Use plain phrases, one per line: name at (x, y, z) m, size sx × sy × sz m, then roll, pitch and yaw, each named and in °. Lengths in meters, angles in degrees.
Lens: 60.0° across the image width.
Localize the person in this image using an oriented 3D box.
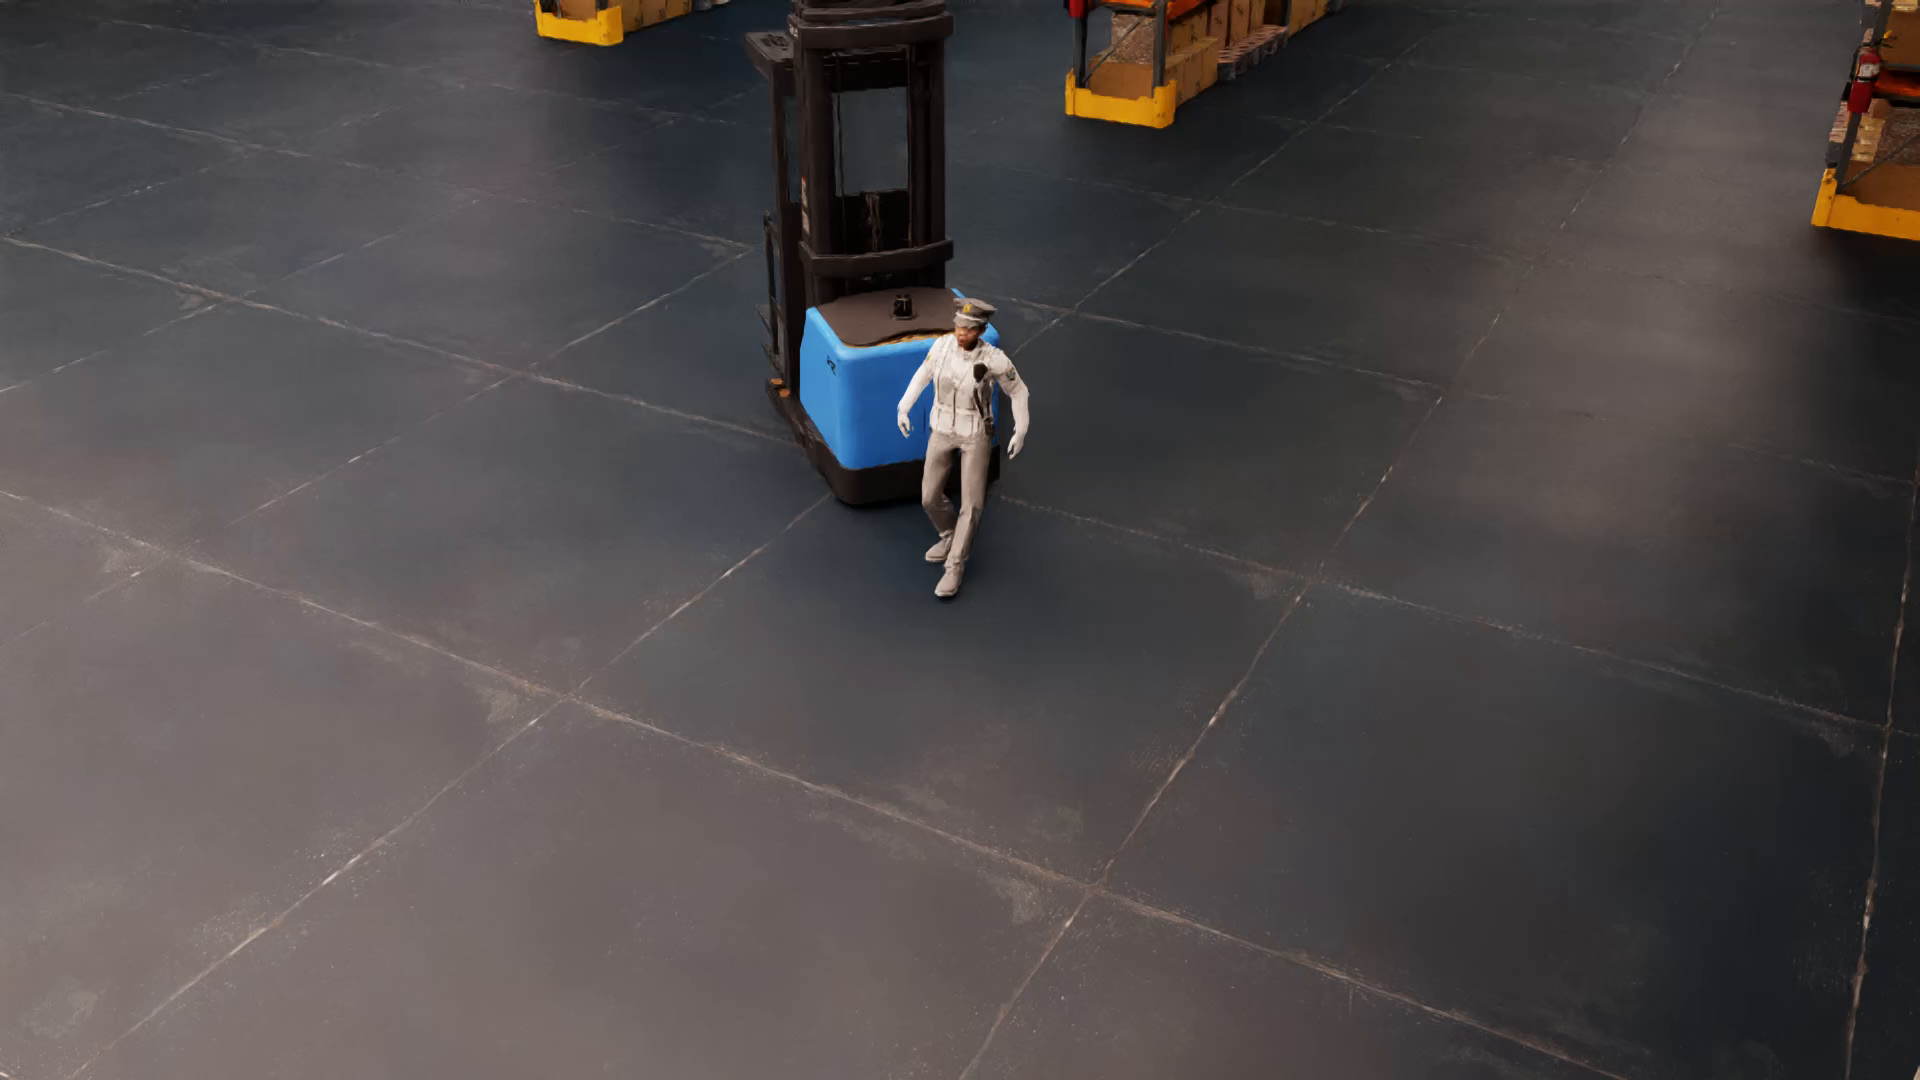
person at (-0.056, -0.538, 9.308) m, size 0.754 × 1.636 × 0.754 m, roll 11°, pitch 32°, yaw 18°

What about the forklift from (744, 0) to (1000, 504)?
forklift at (-0.723, -2.214, 10.906) m, size 1.130 × 2.935 × 3.031 m, roll -10°, pitch 32°, yaw -17°
